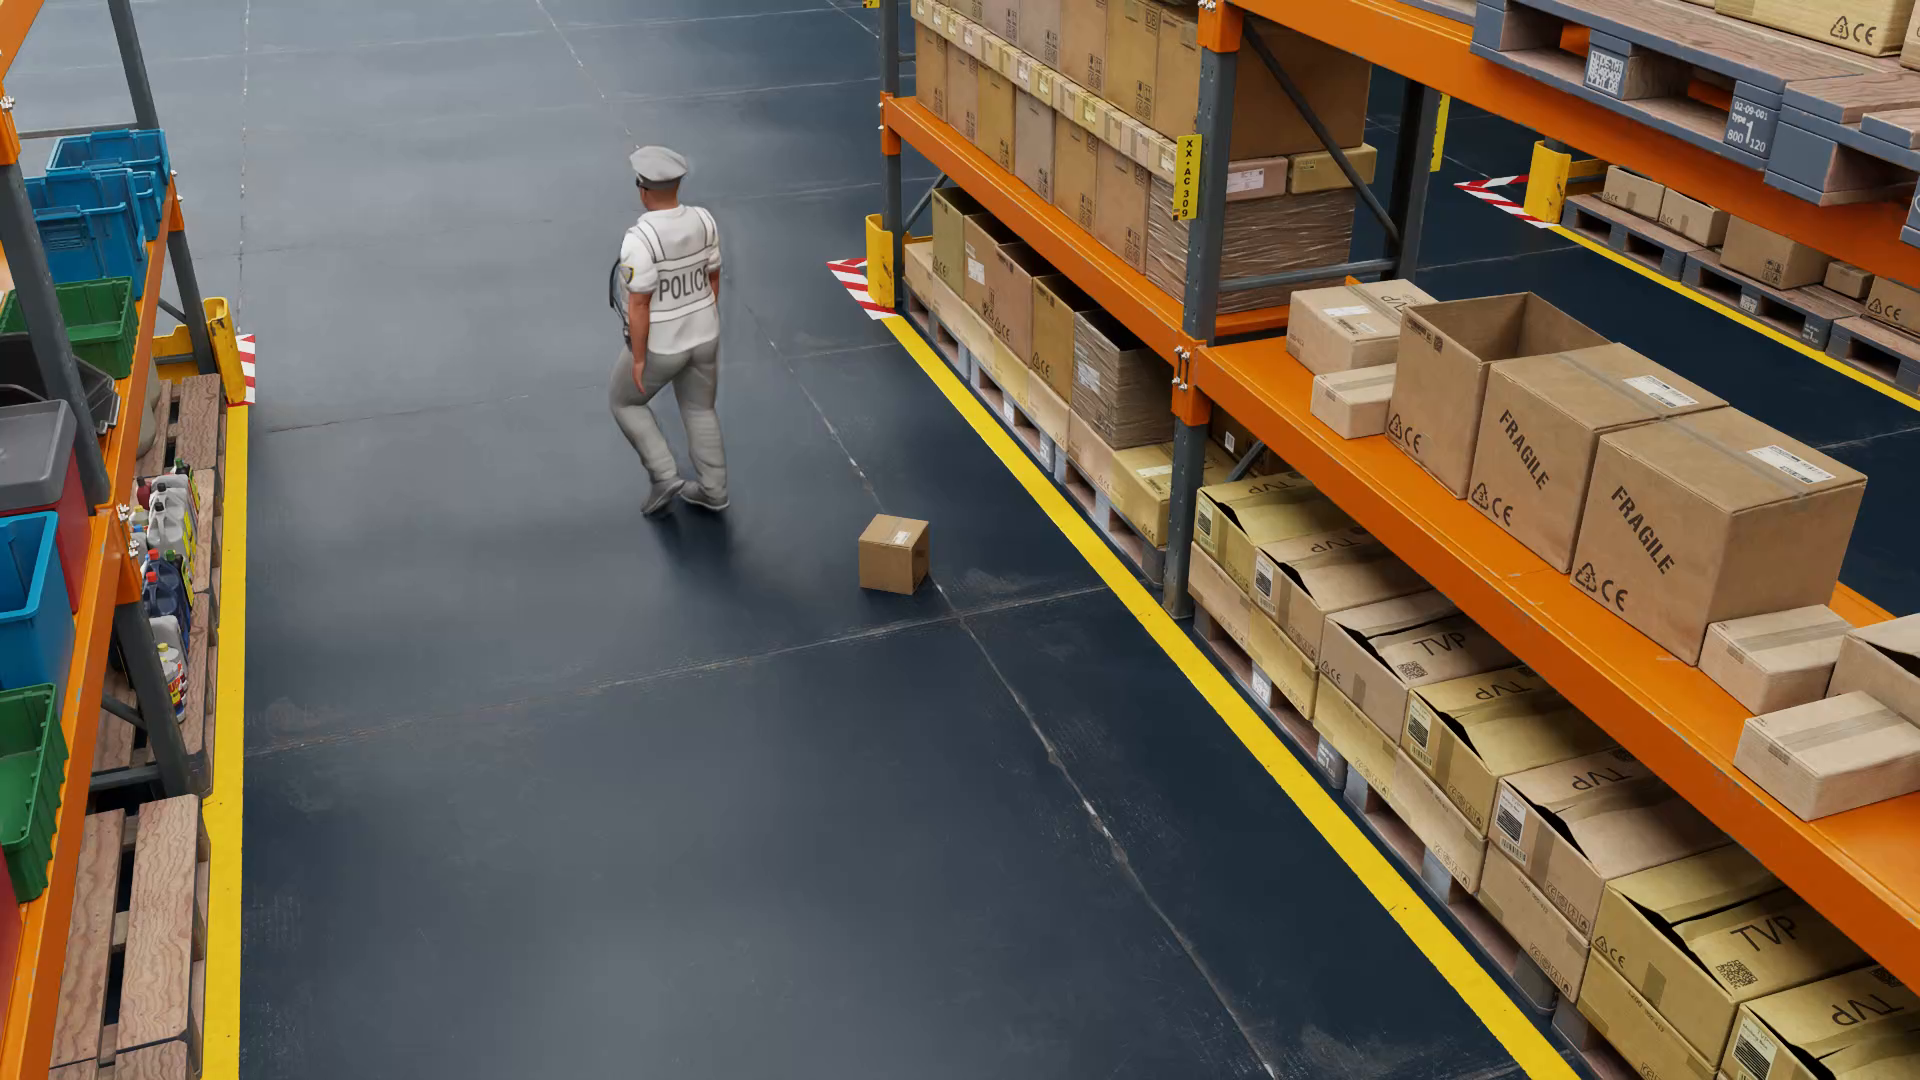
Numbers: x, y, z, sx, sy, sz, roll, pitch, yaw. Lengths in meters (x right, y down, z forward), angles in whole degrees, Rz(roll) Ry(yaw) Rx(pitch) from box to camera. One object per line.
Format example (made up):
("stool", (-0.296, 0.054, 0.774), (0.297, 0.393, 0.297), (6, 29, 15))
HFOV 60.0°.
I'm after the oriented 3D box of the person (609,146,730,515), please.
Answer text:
("person", (-1.361, -0.923, 7.745), (0.499, 1.829, 0.565), (26, 39, 37))
